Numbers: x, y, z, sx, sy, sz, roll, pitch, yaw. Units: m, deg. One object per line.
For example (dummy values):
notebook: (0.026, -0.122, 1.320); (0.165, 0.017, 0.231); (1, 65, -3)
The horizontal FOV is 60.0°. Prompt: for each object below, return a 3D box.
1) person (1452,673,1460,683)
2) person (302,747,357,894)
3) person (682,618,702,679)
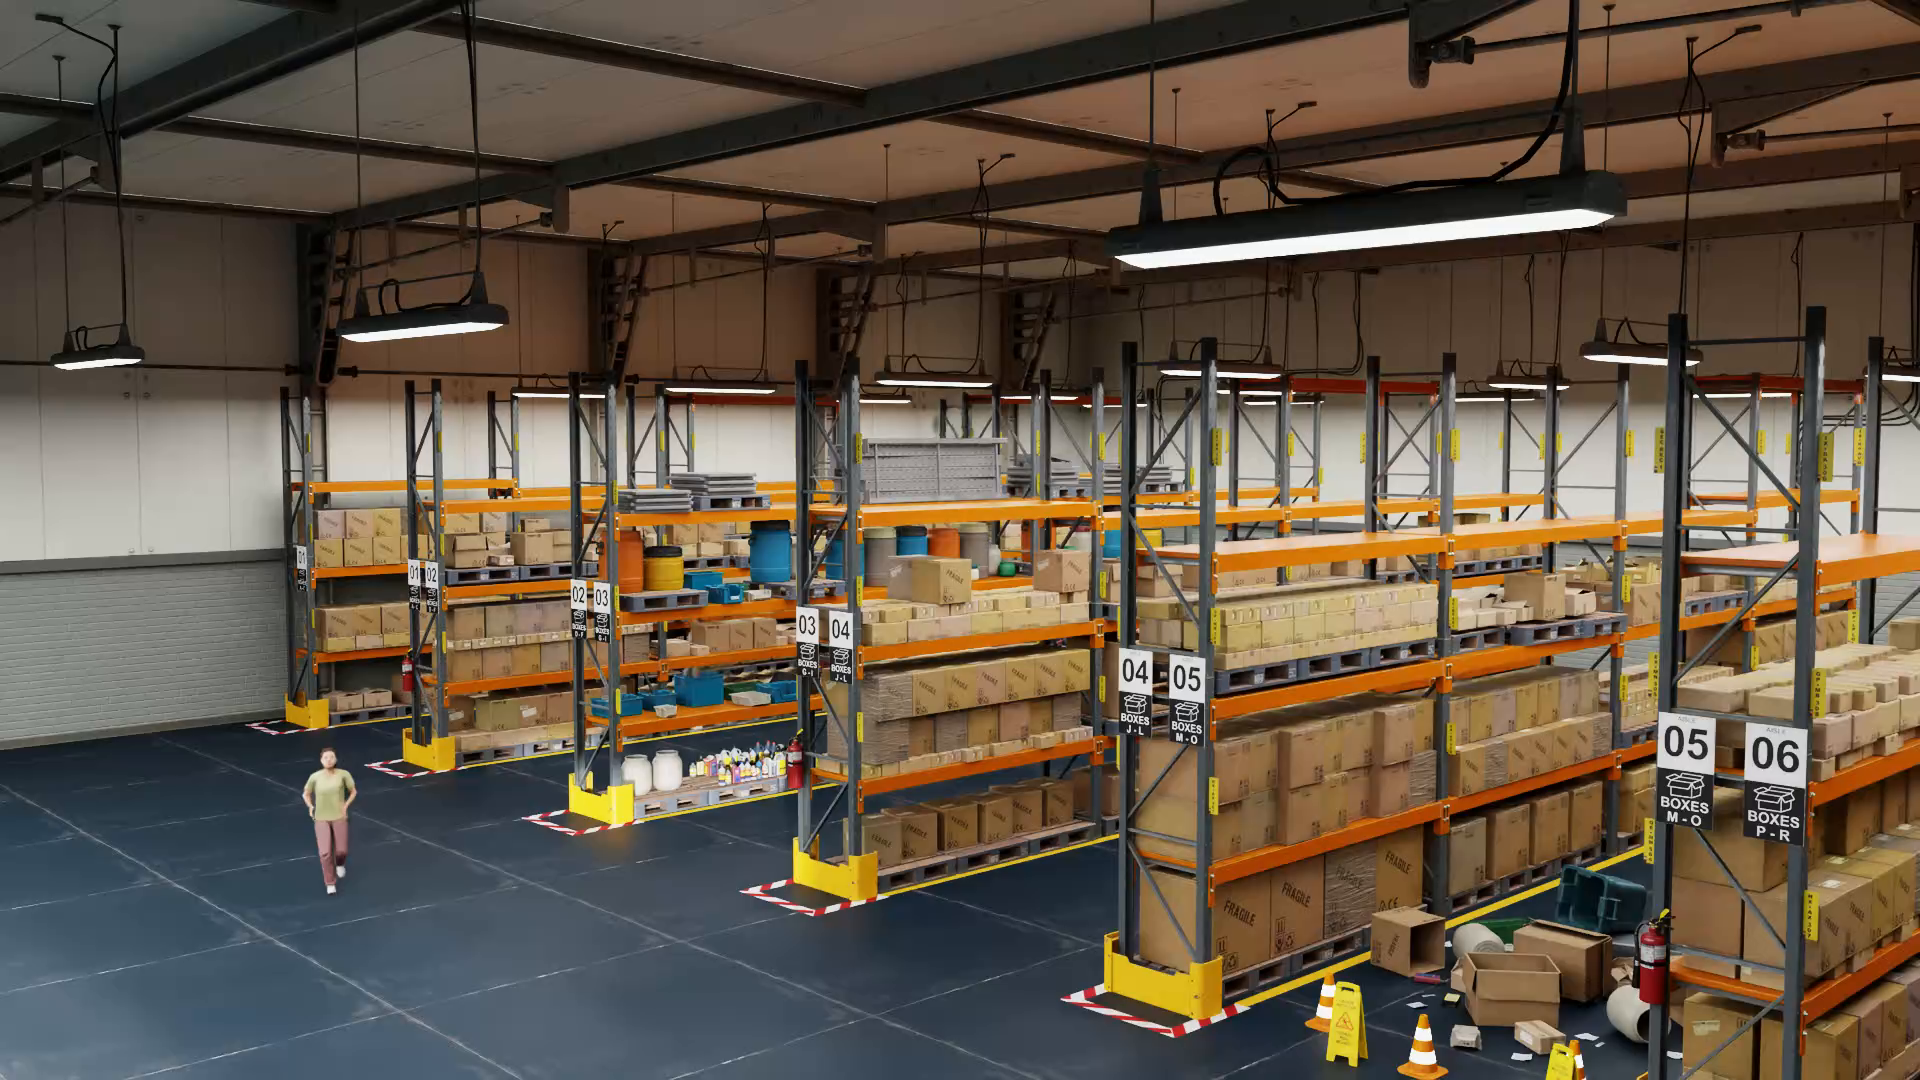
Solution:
person: (7.264, 2.700, 24.734); (0.654, 1.712, 0.966); (3, 5, 43)
person: (-7.132, 3.148, 18.825); (0.580, 1.618, 0.609); (-1, 4, -19)
person: (-5.087, 2.301, 31.975); (0.575, 1.634, 0.802); (3, 5, 38)
